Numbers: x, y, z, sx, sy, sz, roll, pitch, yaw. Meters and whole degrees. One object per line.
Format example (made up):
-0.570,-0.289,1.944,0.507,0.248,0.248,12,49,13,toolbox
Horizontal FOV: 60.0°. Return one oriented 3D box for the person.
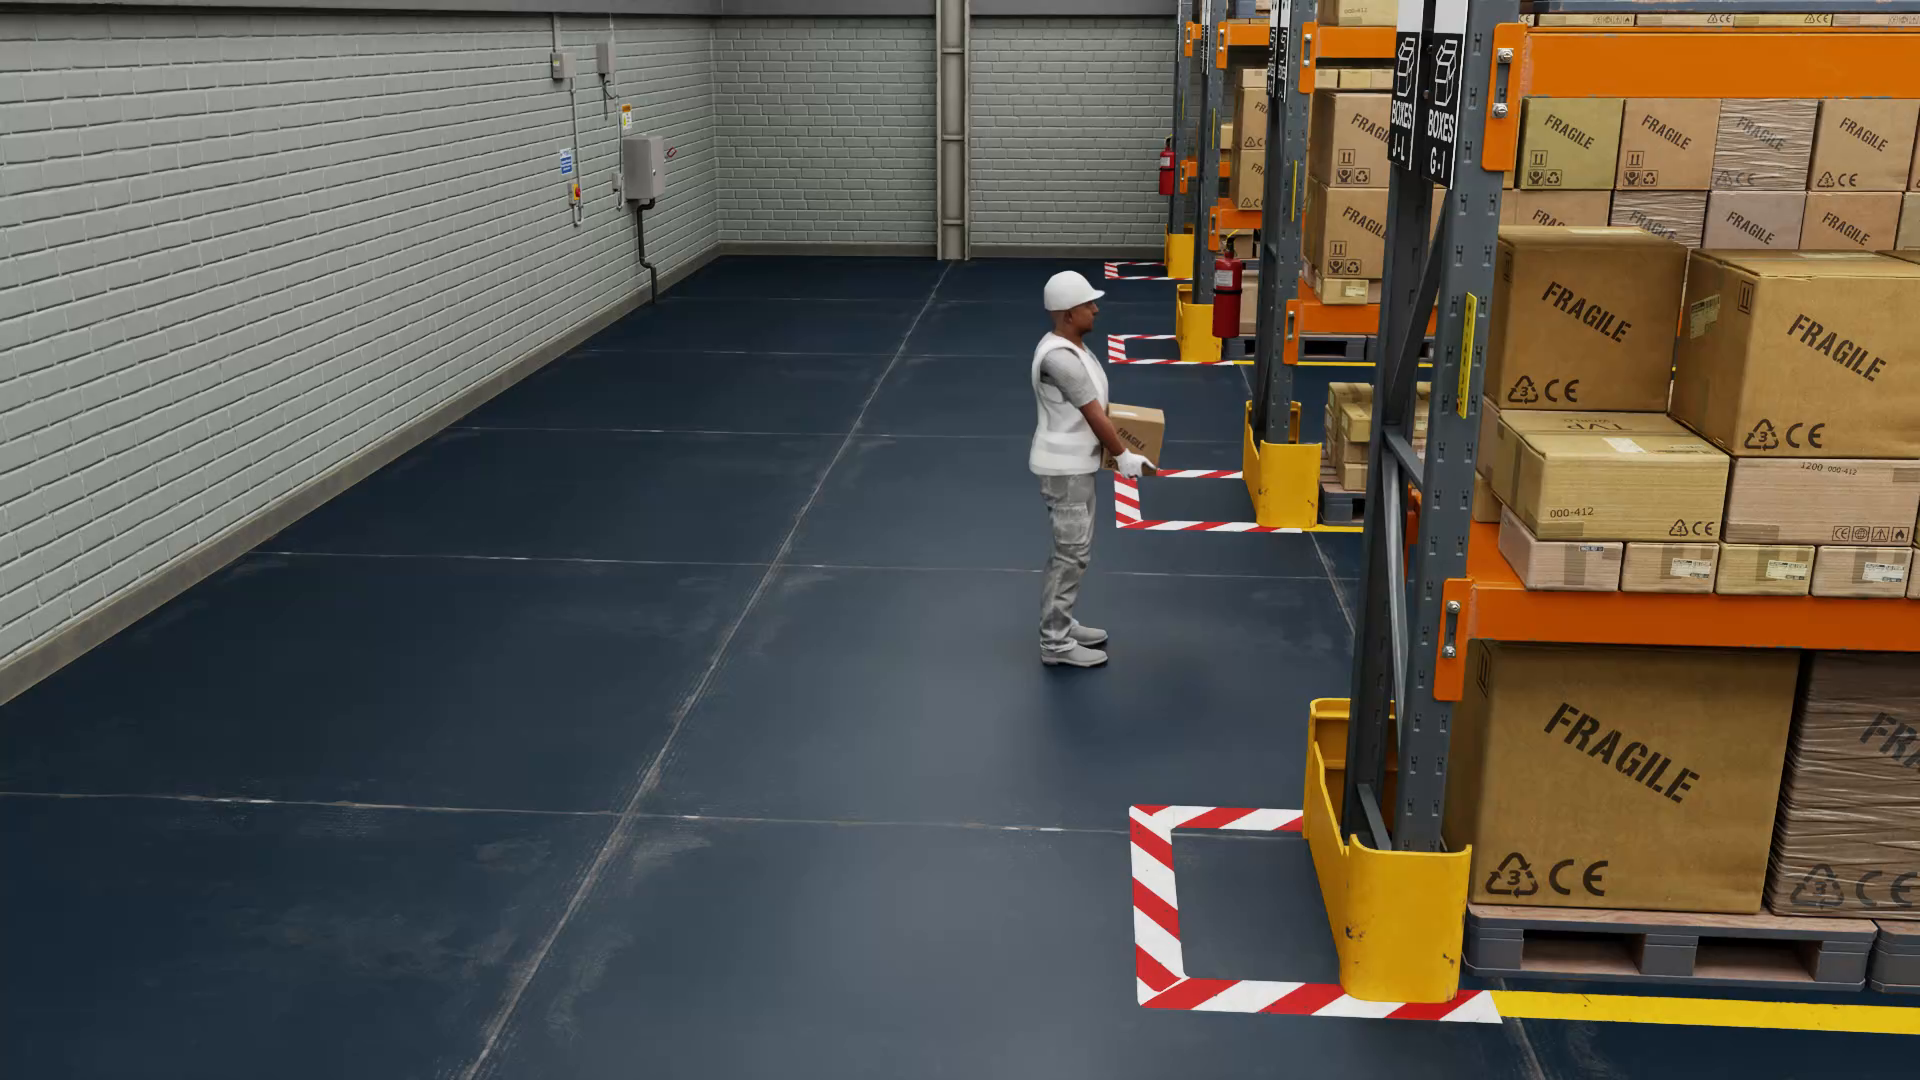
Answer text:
0.597,-0.324,7.554,0.566,1.782,0.458,1,17,4,person
